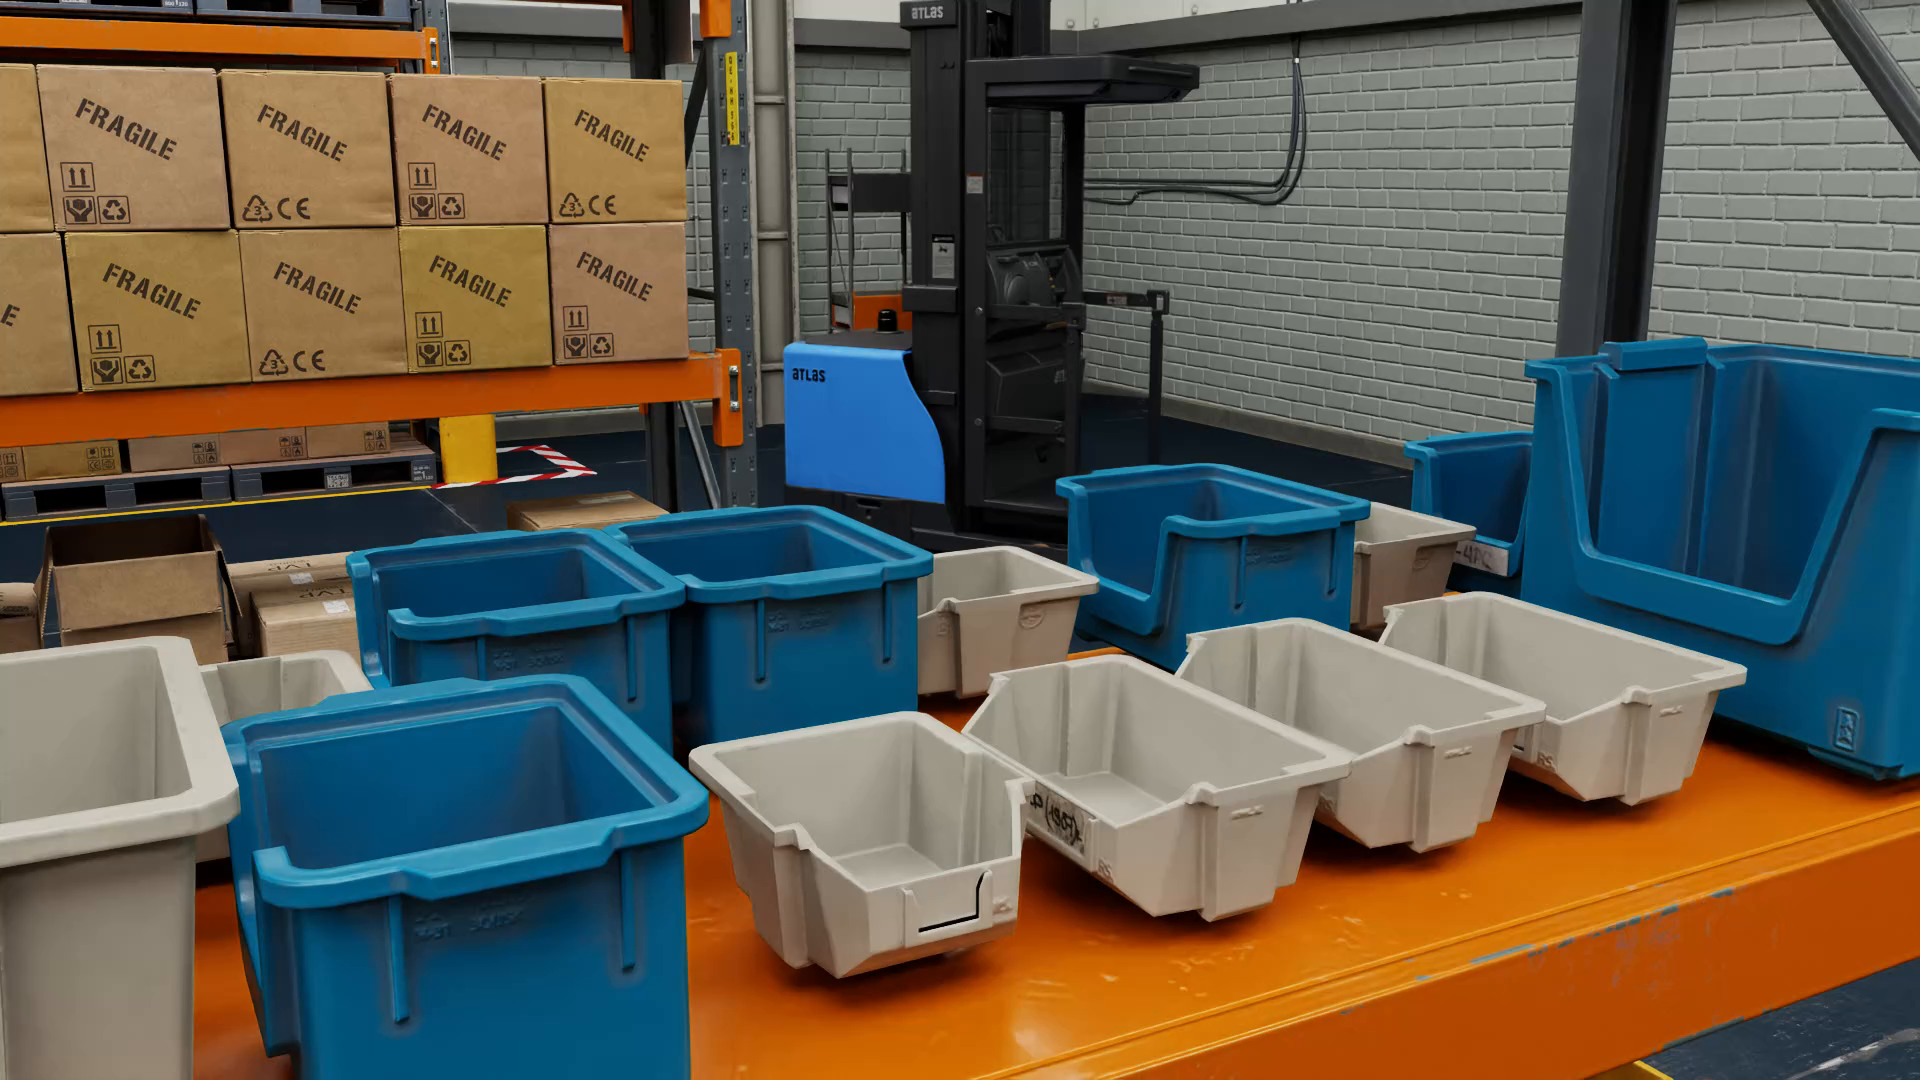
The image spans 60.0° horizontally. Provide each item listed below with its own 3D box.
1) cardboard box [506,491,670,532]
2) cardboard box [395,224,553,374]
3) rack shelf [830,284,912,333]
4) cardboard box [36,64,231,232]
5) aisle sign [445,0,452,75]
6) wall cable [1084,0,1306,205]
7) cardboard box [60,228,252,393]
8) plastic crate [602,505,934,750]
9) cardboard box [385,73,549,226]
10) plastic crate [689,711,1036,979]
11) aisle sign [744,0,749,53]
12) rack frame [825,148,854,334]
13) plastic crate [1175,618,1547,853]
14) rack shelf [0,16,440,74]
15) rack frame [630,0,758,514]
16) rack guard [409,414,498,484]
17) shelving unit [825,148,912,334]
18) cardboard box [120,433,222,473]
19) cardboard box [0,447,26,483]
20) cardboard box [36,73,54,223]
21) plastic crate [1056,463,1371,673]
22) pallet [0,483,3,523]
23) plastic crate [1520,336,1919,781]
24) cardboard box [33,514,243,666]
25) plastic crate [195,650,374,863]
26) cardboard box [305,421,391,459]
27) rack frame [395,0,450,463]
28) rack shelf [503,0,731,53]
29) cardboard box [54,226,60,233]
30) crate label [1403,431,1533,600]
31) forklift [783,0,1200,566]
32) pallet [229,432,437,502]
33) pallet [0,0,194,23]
[{"bbox_3d":[-1.435,0.116,6.452,0.500,0.500,0.500,-7,14,-28],"label":"cardboard box"},{"bbox_3d":[-1.792,-0.887,5.992,0.500,0.500,0.500,-7,14,-27],"label":"cardboard box"},{"bbox_3d":[-0.485,-1.255,9.966,0.480,0.518,0.431,-6,14,-24],"label":"rack shelf"},{"bbox_3d":[-2.682,-1.267,5.403,0.500,0.500,0.500,-6,14,-26],"label":"cardboard box"},{"bbox_3d":[-3.246,-3.166,10.423,0.004,0.787,0.394,-7,14,-28],"label":"aisle sign"},{"bbox_3d":[1.683,-3.886,12.951,0.112,2.526,3.097,-7,14,-28],"label":"wall cable"},{"bbox_3d":[-2.675,-0.783,5.528,0.500,0.500,0.500,-7,14,-29],"label":"cardboard box"},{"bbox_3d":[-0.236,0.115,2.010,0.300,0.233,0.416,-7,14,-28],"label":"plastic crate"},{"bbox_3d":[-1.778,-1.377,5.890,0.500,0.500,0.500,-6,14,-26],"label":"cardboard box"},{"bbox_3d":[-0.080,0.278,1.505,0.250,0.136,0.298,-7,14,-28],"label":"plastic crate"},{"bbox_3d":[-0.869,-2.210,6.175,0.004,0.787,0.394,-7,14,-28],"label":"aisle sign"},{"bbox_3d":[-0.706,-1.246,9.864,0.015,2.100,0.400,-6,14,-24],"label":"rack frame"},{"bbox_3d":[0.404,0.209,1.811,0.243,0.136,0.396,-7,14,-28],"label":"plastic crate"},{"bbox_3d":[-5.208,-2.850,9.746,4.000,0.370,1.077,-7,14,-28],"label":"rack shelf"},{"bbox_3d":[-1.076,-0.993,6.691,0.127,3.000,1.000,-7,14,-28],"label":"rack frame"},{"bbox_3d":[-3.432,-0.731,11.217,0.348,0.500,1.175,-7,14,-28],"label":"rack guard"},{"bbox_3d":[-0.485,-1.269,9.963,0.503,2.100,0.431,-6,14,-24],"label":"shelving unit"},{"bbox_3d":[-4.900,-0.734,10.277,0.500,0.500,0.700,-7,15,-30],"label":"cardboard box"},{"bbox_3d":[-5.816,-0.623,9.783,0.500,0.500,0.700,-7,14,-28],"label":"cardboard box"},{"bbox_3d":[-3.376,-1.320,5.636,0.500,0.500,0.500,-7,14,-27],"label":"cardboard box"},{"bbox_3d":[0.342,0.046,2.318,0.300,0.233,0.416,-7,14,-28],"label":"plastic crate"},{"bbox_3d":[-6.259,-0.231,9.656,1.213,0.211,1.003,-7,14,-28],"label":"pallet"},{"bbox_3d":[1.090,-0.014,2.121,0.499,0.435,0.616,-7,14,-28],"label":"plastic crate"},{"bbox_3d":[-2.940,0.232,5.930,0.637,0.503,0.797,-7,14,-28],"label":"cardboard box"},{"bbox_3d":[-0.832,0.241,1.672,0.466,0.136,0.293,-7,14,-28],"label":"plastic crate"},{"bbox_3d":[-4.019,-0.840,10.747,0.500,0.500,0.700,-7,14,-28],"label":"cardboard box"},{"bbox_3d":[-3.453,-1.948,10.931,0.127,3.000,1.000,-7,14,-28],"label":"rack frame"},{"bbox_3d":[-2.832,-1.895,5.506,4.000,0.370,1.077,-7,14,-28],"label":"rack shelf"},{"bbox_3d":[-3.370,-0.832,5.748,0.500,0.500,0.500,-6,14,-27],"label":"cardboard box"},{"bbox_3d":[0.920,-0.023,2.626,0.303,0.233,0.416,-7,14,-28],"label":"crate label"},{"bbox_3d":[0.566,-1.360,8.477,3.031,2.935,1.130,7,15,30],"label":"forklift"},{"bbox_3d":[-4.117,-0.488,10.797,1.213,0.211,1.003,-7,14,-28],"label":"pallet"},{"bbox_3d":[-5.171,-3.158,9.682,1.213,0.211,1.003,-7,14,-28],"label":"pallet"}]
